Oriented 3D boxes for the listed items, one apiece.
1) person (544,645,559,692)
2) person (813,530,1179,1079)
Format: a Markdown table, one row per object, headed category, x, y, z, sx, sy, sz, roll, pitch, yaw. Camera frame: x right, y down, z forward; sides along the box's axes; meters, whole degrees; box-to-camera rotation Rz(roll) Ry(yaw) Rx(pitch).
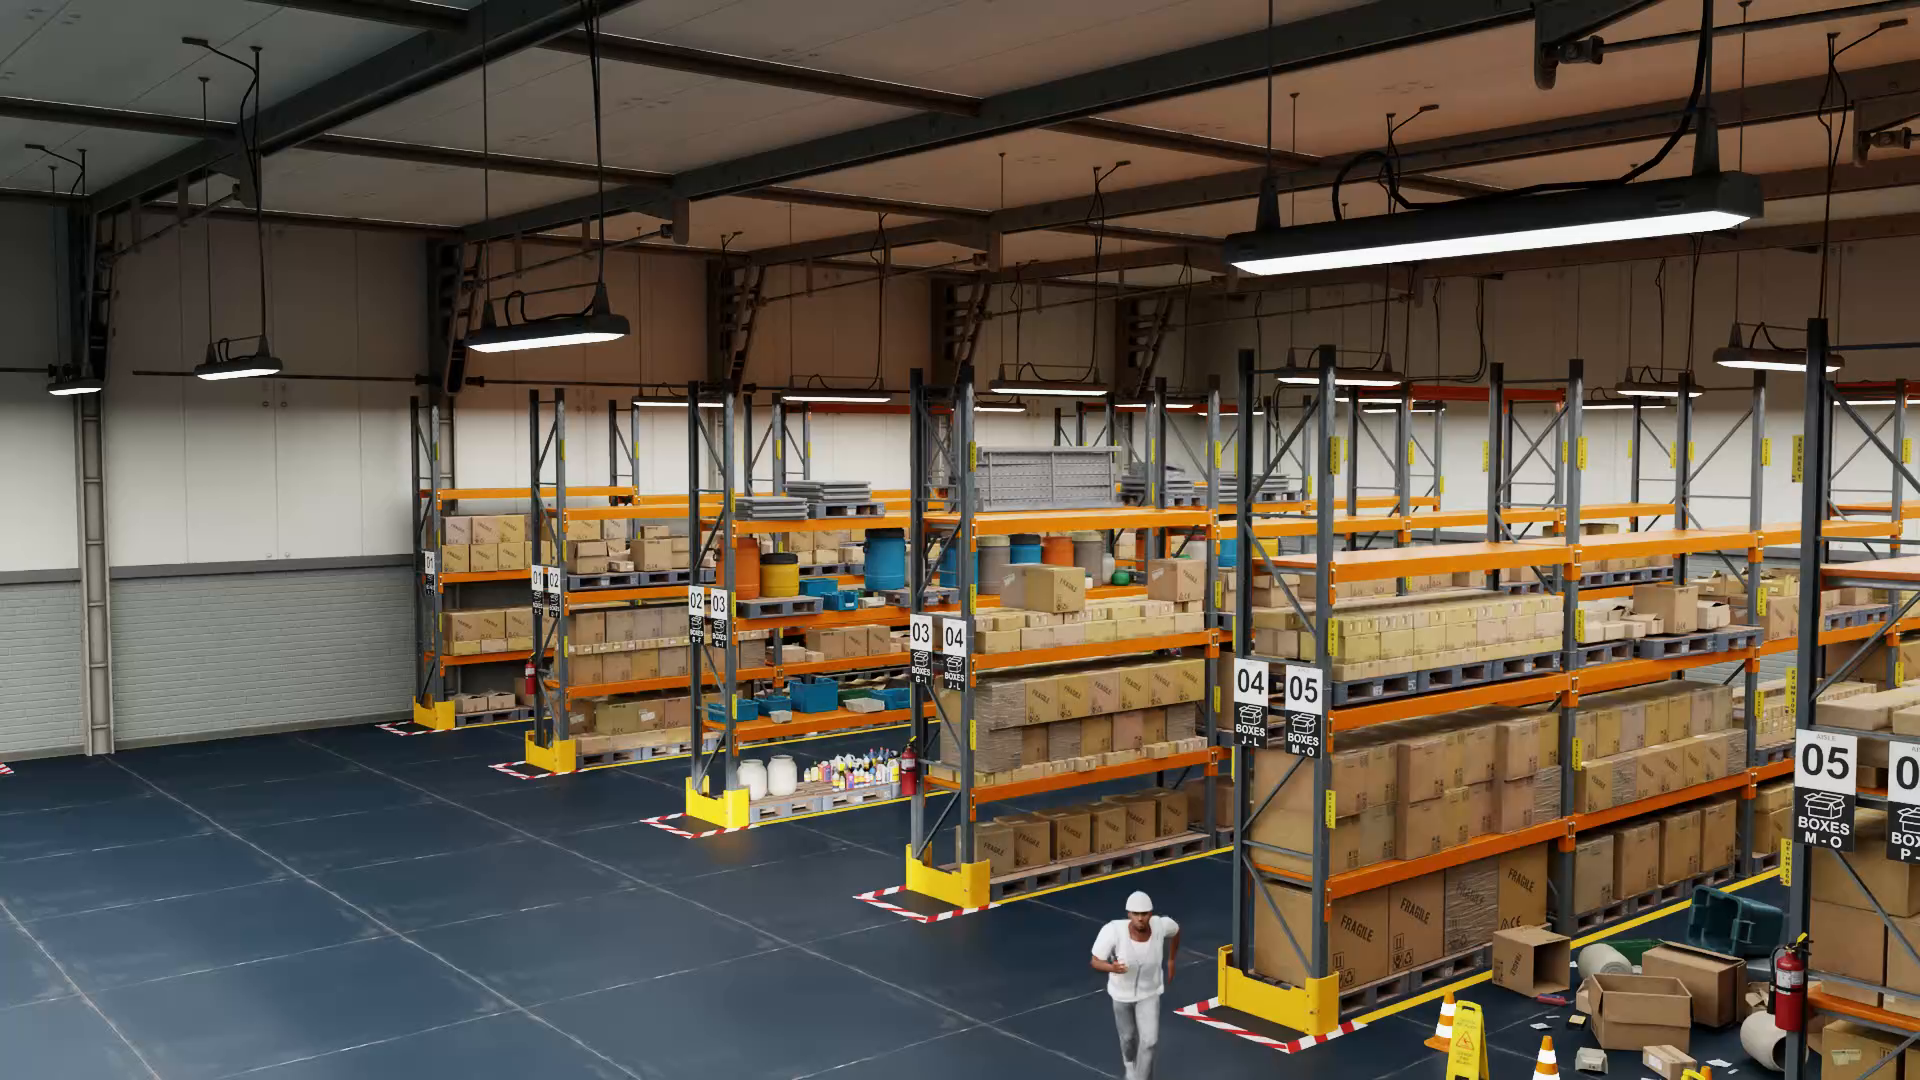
| category | x | y | z | sx | sy | sz | roll | pitch | yaw |
| --- | --- | --- | --- | --- | --- | --- | --- | --- | --- |
| person | 5.232 | 2.271 | 26.840 | 23.468 | 0.824 | 8.330 | 2 | 4 | 26 |
| person | -0.584 | 1.947 | 21.245 | 6.409 | 3.581 | 17.107 | 0 | 3 | 6 |
